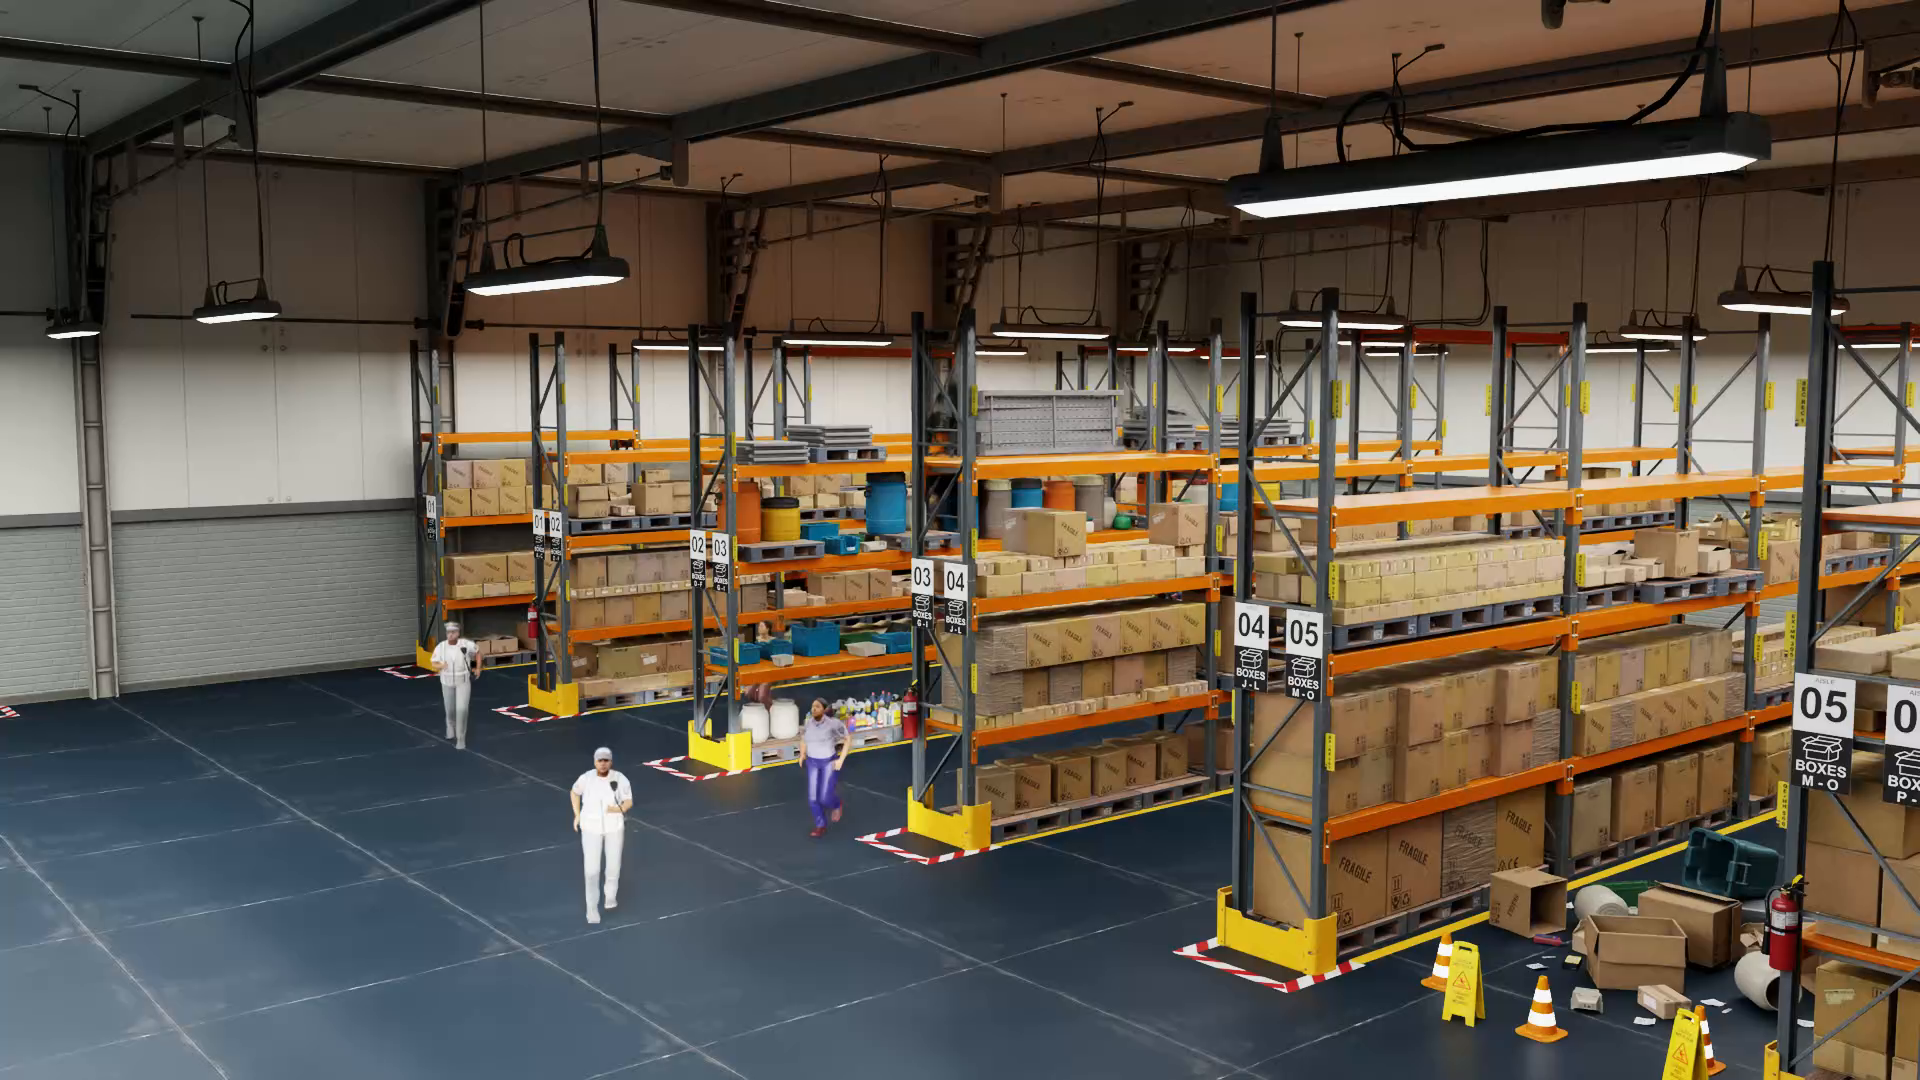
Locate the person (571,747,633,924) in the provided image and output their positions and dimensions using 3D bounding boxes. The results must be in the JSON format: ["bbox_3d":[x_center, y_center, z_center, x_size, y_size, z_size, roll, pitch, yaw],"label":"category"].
[{"bbox_3d":[-3.468,2.855,16.151,0.574,1.712,0.716,-2,6,-16],"label":"person"}]

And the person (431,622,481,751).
[{"bbox_3d":[-7.253,2.071,23.970,0.673,1.839,0.928,-1,5,-8],"label":"person"}]

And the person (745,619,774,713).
[{"bbox_3d":[-3.000,2.017,25.278,0.581,1.628,0.540,5,7,44],"label":"person"}]

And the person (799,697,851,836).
[{"bbox_3d":[-1.570,2.603,19.115,0.605,1.604,0.611,2,6,25],"label":"person"}]
